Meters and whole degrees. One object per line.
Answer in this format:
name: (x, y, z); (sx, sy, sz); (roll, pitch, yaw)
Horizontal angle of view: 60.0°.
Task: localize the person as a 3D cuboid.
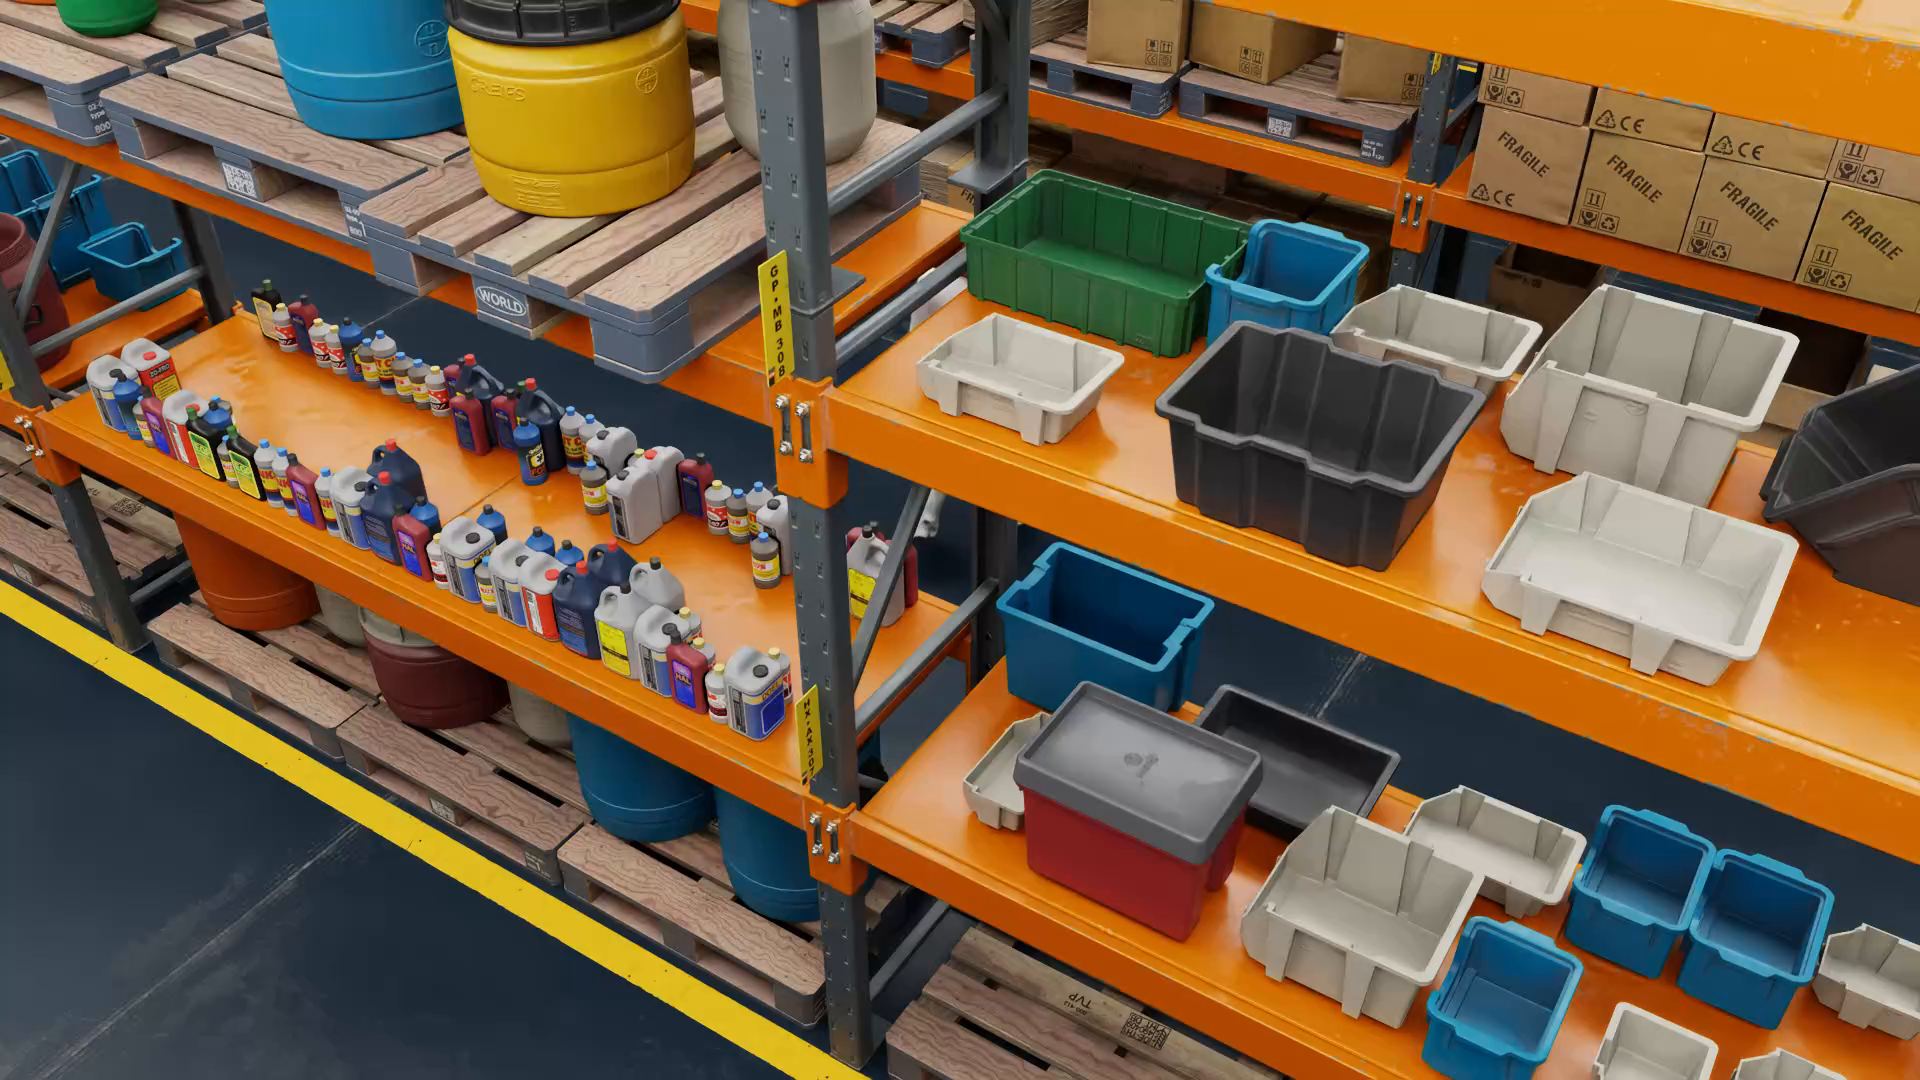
person: (0.068, -0.699, 7.560); (0.626, 1.766, 0.764); (17, 41, 21)
